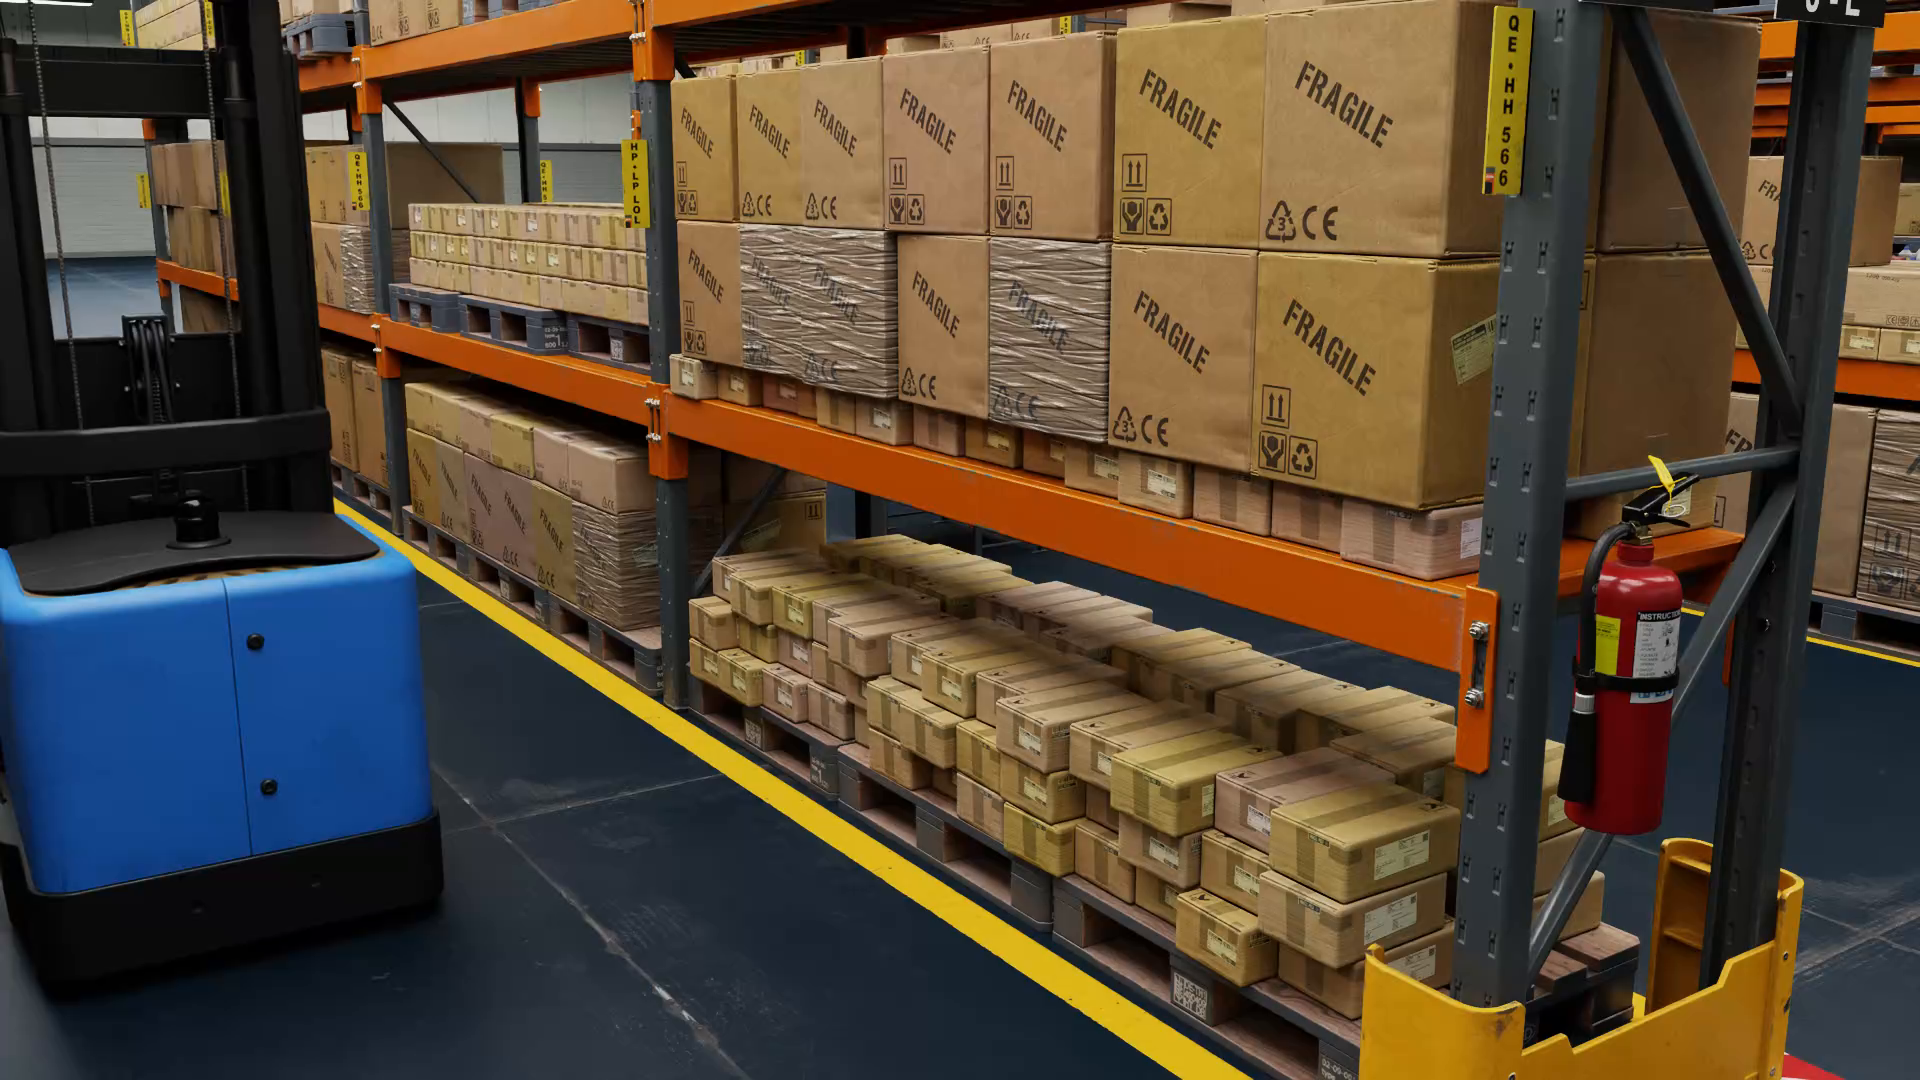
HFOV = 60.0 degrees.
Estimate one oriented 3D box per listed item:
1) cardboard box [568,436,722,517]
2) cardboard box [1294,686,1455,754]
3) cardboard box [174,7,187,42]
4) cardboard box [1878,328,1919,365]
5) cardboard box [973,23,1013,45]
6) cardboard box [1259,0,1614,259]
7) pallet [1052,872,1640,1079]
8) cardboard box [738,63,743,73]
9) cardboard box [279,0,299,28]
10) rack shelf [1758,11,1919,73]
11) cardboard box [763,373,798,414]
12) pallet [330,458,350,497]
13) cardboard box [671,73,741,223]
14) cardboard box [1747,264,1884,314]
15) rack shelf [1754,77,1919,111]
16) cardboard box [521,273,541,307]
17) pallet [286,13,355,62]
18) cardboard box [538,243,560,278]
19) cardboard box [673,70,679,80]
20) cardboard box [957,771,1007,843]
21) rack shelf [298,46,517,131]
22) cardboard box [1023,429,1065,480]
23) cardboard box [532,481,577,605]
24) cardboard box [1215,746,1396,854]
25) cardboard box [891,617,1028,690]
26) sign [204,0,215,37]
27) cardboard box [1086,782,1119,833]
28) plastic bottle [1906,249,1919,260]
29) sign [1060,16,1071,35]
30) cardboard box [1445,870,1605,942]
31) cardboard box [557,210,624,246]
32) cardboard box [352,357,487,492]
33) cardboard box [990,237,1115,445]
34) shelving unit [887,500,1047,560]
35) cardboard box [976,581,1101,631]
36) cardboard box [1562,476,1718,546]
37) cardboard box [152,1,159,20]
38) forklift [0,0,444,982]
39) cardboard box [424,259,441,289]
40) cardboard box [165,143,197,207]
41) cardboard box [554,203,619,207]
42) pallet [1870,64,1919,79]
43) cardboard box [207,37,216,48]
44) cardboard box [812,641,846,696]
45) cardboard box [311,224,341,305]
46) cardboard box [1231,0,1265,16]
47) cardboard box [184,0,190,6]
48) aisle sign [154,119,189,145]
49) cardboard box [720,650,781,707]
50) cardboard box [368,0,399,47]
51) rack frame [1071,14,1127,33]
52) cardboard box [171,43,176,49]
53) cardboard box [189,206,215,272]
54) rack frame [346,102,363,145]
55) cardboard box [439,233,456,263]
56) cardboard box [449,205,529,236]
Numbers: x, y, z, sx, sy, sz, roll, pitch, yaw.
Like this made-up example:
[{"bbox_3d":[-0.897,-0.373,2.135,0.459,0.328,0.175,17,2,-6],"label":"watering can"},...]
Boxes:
[{"bbox_3d":[-1.383,-0.293,7.292,0.500,0.250,0.500,-9,15,-34],"label":"cardboard box"},{"bbox_3d":[1.164,0.540,4.668,0.380,0.149,0.250,-8,15,-33],"label":"cardboard box"},{"bbox_3d":[-6.234,-4.290,13.876,0.500,0.250,0.500,-8,15,-33],"label":"cardboard box"},{"bbox_3d":[4.324,-0.871,7.412,0.380,0.149,0.250,-8,15,-32],"label":"cardboard box"},{"bbox_3d":[0.444,-4.024,12.816,0.500,0.500,0.500,-8,15,-33],"label":"cardboard box"},{"bbox_3d":[0.996,-0.863,3.517,0.500,0.500,0.500,-8,15,-34],"label":"cardboard box"},{"bbox_3d":[0.994,1.071,4.468,1.003,0.211,1.213,-8,15,-33],"label":"pallet"},{"bbox_3d":[-1.966,-4.636,16.435,0.380,0.149,0.250,-7,14,-31],"label":"cardboard box"},{"bbox_3d":[-4.172,-3.596,10.810,0.500,0.500,0.500,-8,15,-33],"label":"cardboard box"},{"bbox_3d":[4.534,-2.167,7.414,1.077,0.370,4.000,-8,15,-33],"label":"rack shelf"},{"bbox_3d":[-0.478,-0.550,5.943,0.380,0.149,0.250,-9,15,-35],"label":"cardboard box"},{"bbox_3d":[-4.021,-0.555,11.906,1.003,0.211,1.213,-8,15,-33],"label":"pallet"},{"bbox_3d":[-0.712,-1.414,6.033,0.500,0.500,0.500,-8,14,-31],"label":"cardboard box"},{"bbox_3d":[4.031,-1.186,7.919,0.500,0.250,0.500,-8,14,-31],"label":"cardboard box"},{"bbox_3d":[6.441,-3.465,13.348,1.077,0.370,4.000,-8,15,-33],"label":"rack shelf"},{"bbox_3d":[-1.869,-1.201,7.937,0.380,0.149,0.250,-7,14,-30],"label":"cardboard box"},{"bbox_3d":[-3.376,-3.033,10.129,1.213,0.211,1.003,-7,14,-30],"label":"pallet"},{"bbox_3d":[-1.724,-1.301,7.698,0.380,0.149,0.250,-9,15,-36],"label":"cardboard box"},{"bbox_3d":[-2.866,-4.909,17.685,0.380,0.149,0.250,-7,14,-31],"label":"cardboard box"},{"bbox_3d":[0.214,0.768,5.020,0.380,0.149,0.250,-8,15,-32],"label":"cardboard box"},{"bbox_3d":[-4.084,-3.021,11.317,1.077,0.370,4.000,-8,15,-33],"label":"rack shelf"},{"bbox_3d":[0.401,-0.270,4.663,0.380,0.149,0.250,-9,15,-35],"label":"cardboard box"},{"bbox_3d":[-1.663,-0.017,7.787,0.500,0.500,0.500,-9,15,-34],"label":"cardboard box"},{"bbox_3d":[0.861,0.653,4.153,0.380,0.149,0.250,-8,15,-32],"label":"cardboard box"},{"bbox_3d":[0.000,0.375,5.422,0.380,0.149,0.250,-9,15,-35],"label":"cardboard box"},{"bbox_3d":[-5.653,-3.953,12.502,0.100,0.325,0.005,-8,15,-33],"label":"sign"},{"bbox_3d":[0.574,0.701,4.627,0.380,0.149,0.250,-8,15,-33],"label":"cardboard box"},{"bbox_3d":[7.407,-2.127,12.858,0.152,0.276,0.135,-8,15,-33],"label":"plastic bottle"},{"bbox_3d":[0.757,-3.775,11.869,0.100,0.325,0.005,-8,15,-33],"label":"sign"},{"bbox_3d":[1.433,0.928,4.288,0.380,0.149,0.250,-8,15,-32],"label":"cardboard box"},{"bbox_3d":[-1.581,-1.402,7.463,0.380,0.149,0.250,-8,15,-33],"label":"cardboard box"},{"bbox_3d":[-3.238,-0.776,10.674,1.050,0.750,0.750,-8,15,-34],"label":"cardboard box"},{"bbox_3d":[0.424,-0.553,4.441,0.500,0.500,0.500,-8,15,-33],"label":"cardboard box"},{"bbox_3d":[0.004,-0.548,9.736,0.538,1.125,1.048,-8,15,-33],"label":"shelving unit"},{"bbox_3d":[0.279,0.266,5.921,0.380,0.149,0.250,-9,15,-35],"label":"cardboard box"},{"bbox_3d":[1.550,-0.102,3.896,0.380,0.149,0.250,-8,15,-33],"label":"cardboard box"},{"bbox_3d":[-6.925,-4.682,14.735,0.380,0.149,0.250,-8,15,-34],"label":"cardboard box"},{"bbox_3d":[-2.732,-0.542,5.478,1.130,2.935,3.031,-8,15,-32],"label":"forklift"},{"bbox_3d":[-2.747,-1.483,9.225,0.380,0.149,0.250,-7,14,-30],"label":"cardboard box"},{"bbox_3d":[-6.656,-3.302,15.060,0.875,0.550,0.550,-8,15,-33],"label":"cardboard box"},{"bbox_3d":[-2.040,-1.800,9.284,0.380,0.149,0.250,-8,14,-31],"label":"cardboard box"},{"bbox_3d":[7.033,-3.496,12.249,1.213,0.211,1.003,-8,15,-33],"label":"pallet"},{"bbox_3d":[-5.660,-3.886,12.962,0.380,0.149,0.250,-8,15,-33],"label":"cardboard box"},{"bbox_3d":[-0.298,0.426,5.884,0.380,0.149,0.250,-9,15,-36],"label":"cardboard box"},{"bbox_3d":[-4.001,-1.826,10.958,0.500,0.500,0.500,-8,15,-34],"label":"cardboard box"},{"bbox_3d":[2.159,-3.597,11.050,0.500,0.500,0.500,-7,14,-30],"label":"cardboard box"},{"bbox_3d":[-6.077,-4.410,13.492,0.380,0.149,0.250,-8,15,-32],"label":"cardboard box"},{"bbox_3d":[-7.697,-4.221,16.058,0.394,0.787,0.004,-8,15,-33],"label":"aisle sign"},{"bbox_3d":[-0.678,0.498,6.255,0.380,0.149,0.250,-8,14,-31],"label":"cardboard box"},{"bbox_3d":[-2.881,-2.933,8.995,0.500,0.500,0.500,-8,15,-33],"label":"cardboard box"},{"bbox_3d":[1.210,-5.051,11.896,1.000,3.000,0.127,-8,15,-33],"label":"rack frame"},{"bbox_3d":[-6.506,-4.158,14.202,0.380,0.149,0.250,-8,15,-33],"label":"cardboard box"},{"bbox_3d":[-6.308,-2.688,14.780,0.875,0.550,0.500,-8,15,-33],"label":"cardboard box"},{"bbox_3d":[-5.192,-2.263,13.188,1.000,3.000,0.127,-8,15,-33],"label":"rack frame"},{"bbox_3d":[-2.572,-1.574,8.948,0.380,0.149,0.250,-9,15,-35],"label":"cardboard box"},{"bbox_3d":[-2.451,-1.681,8.738,0.380,0.149,0.250,-9,15,-35],"label":"cardboard box"}]
